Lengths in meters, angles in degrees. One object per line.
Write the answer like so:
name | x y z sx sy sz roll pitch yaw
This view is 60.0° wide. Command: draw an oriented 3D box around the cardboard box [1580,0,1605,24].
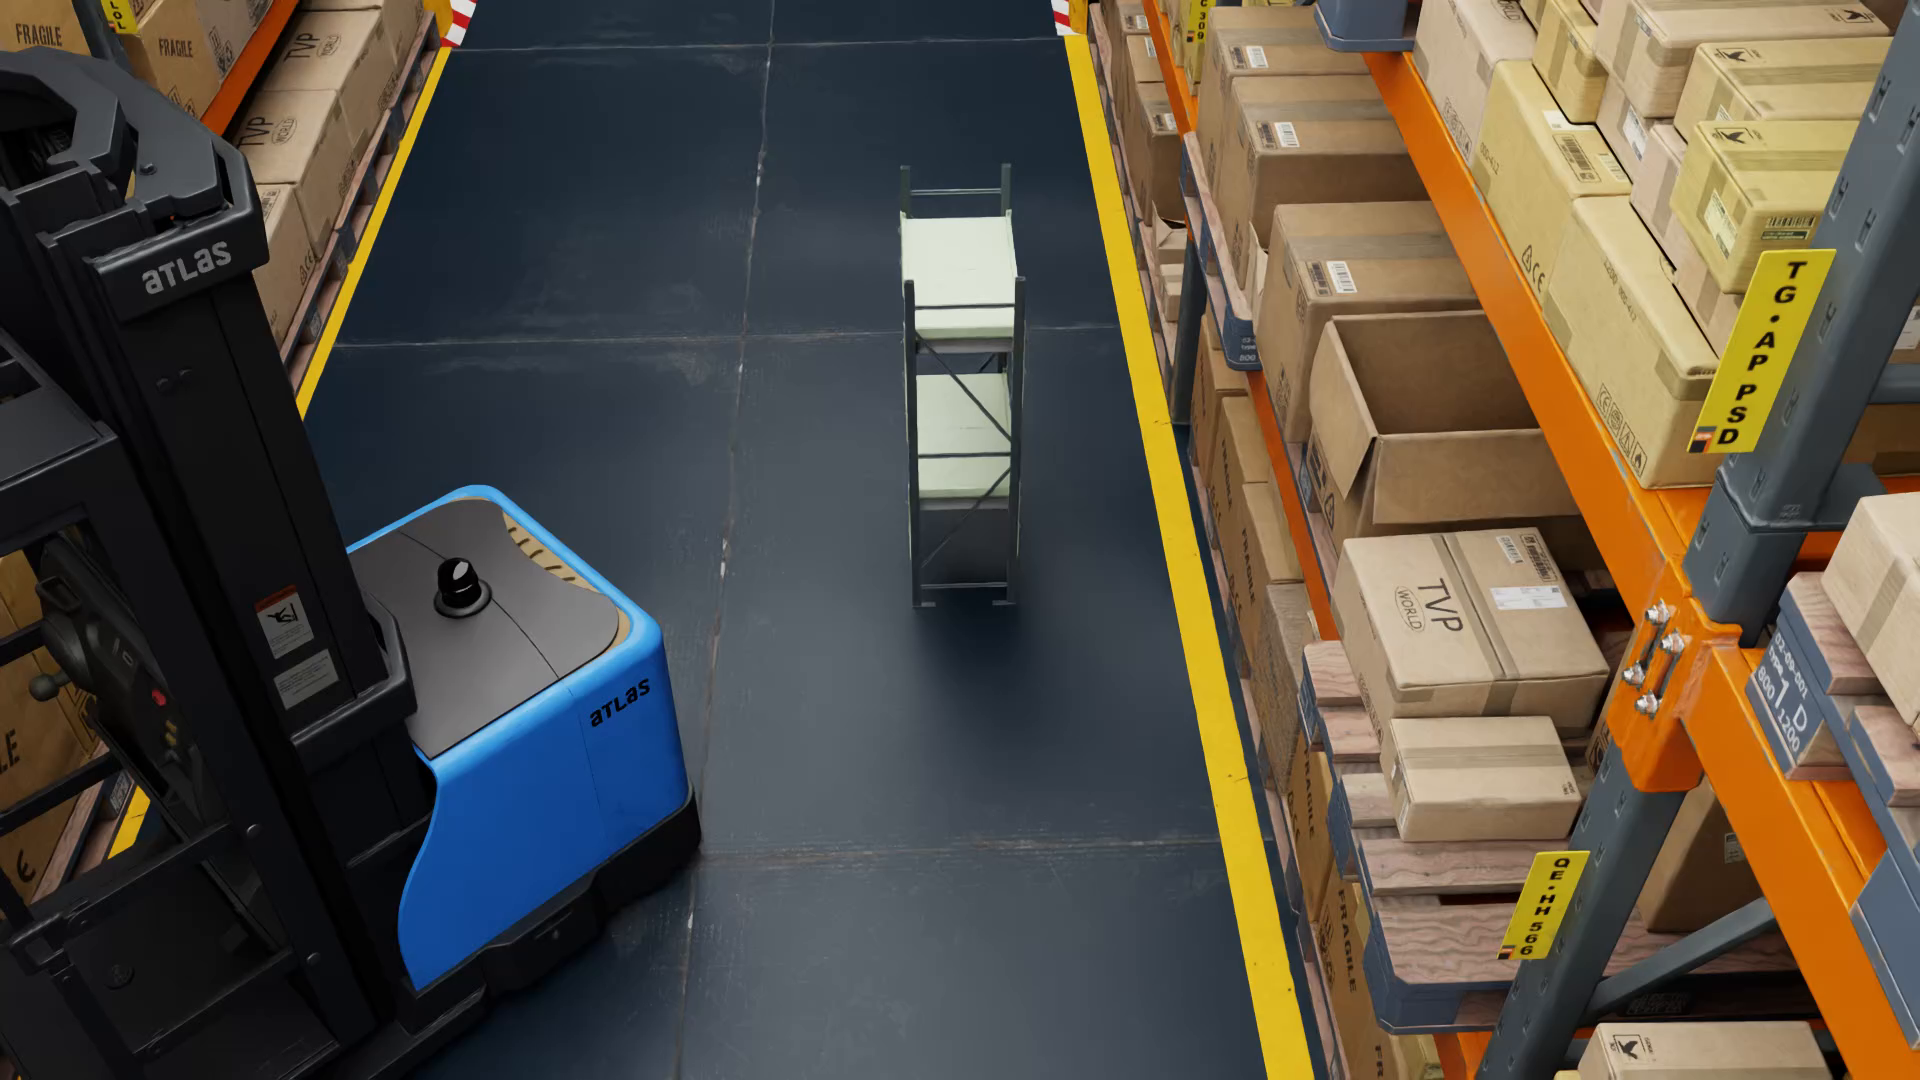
cardboard box | 1.351 -1.022 3.021 0.380 0.149 0.250 -2 43 -2

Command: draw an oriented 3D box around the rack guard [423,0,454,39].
rack guard | -3.703 -3.311 9.992 1.175 0.500 0.348 -2 43 -2

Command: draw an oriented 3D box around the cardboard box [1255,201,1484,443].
cardboard box | 1.280 -0.640 4.843 0.700 0.500 0.500 -2 43 -2

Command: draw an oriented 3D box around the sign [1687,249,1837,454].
sign | 1.055 -0.242 2.192 0.100 0.325 0.005 -2 43 -2

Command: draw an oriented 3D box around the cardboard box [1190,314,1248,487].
cardboard box | 1.223 -0.561 6.681 0.500 0.500 0.500 0 43 0

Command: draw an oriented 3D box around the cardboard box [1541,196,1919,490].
cardboard box | 1.333 -0.350 2.803 0.500 0.250 0.500 -3 43 -3

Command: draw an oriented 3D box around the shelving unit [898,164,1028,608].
shelving unit | 0.000 -0.548 6.238 0.431 1.500 0.755 -2 43 -2

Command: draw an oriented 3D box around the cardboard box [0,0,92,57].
cardboard box | -3.262 -1.627 5.491 0.500 0.500 0.500 0 43 0

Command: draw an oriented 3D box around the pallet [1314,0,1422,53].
pallet | 1.432 -1.555 4.145 1.213 0.211 1.003 -2 43 -2

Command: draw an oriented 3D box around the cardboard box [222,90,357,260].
cardboard box | -3.490 -1.757 8.032 0.875 0.438 0.875 -3 43 -3

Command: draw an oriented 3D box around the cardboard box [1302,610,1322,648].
cardboard box | 1.295 0.345 5.212 0.380 0.149 0.250 -4 43 -4

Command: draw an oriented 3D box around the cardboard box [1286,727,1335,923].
cardboard box | 1.329 0.836 5.157 0.500 0.500 0.500 0 43 0

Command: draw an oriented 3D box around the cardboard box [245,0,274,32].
cardboard box | -3.322 -2.552 7.241 0.500 0.500 0.500 -1 43 -2

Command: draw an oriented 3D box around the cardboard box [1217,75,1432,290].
cardboard box | 1.246 -1.170 5.421 0.700 0.500 0.500 -1 43 -1

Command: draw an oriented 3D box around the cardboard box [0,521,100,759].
cardboard box | -3.379 0.139 5.640 0.875 0.875 0.875 -1 43 -1

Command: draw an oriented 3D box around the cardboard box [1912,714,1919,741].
cardboard box | 1.384 0.202 1.631 0.500 0.500 0.500 -1 43 -1

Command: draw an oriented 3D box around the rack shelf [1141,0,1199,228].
rack shelf | 1.342 -2.745 8.058 1.077 0.370 4.000 -2 43 -2

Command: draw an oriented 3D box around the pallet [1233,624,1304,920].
pallet | 1.554 0.741 5.785 1.003 0.211 1.213 -2 43 -2

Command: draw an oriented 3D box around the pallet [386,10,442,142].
pallet | -3.590 -2.650 9.485 1.003 0.211 1.213 -2 43 -2

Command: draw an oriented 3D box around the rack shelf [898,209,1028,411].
rack shelf | 0.000 -0.836 5.975 0.431 0.370 0.720 -2 43 -2

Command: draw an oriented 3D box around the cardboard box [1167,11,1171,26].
cardboard box | 1.109 -2.304 7.229 0.380 0.149 0.250 -1 43 -1

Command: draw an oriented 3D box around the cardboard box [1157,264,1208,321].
cardboard box | 1.110 -1.132 7.564 0.380 0.149 0.250 -3 43 -3

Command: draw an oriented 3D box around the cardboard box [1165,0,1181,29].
cardboard box | 1.126 -2.389 7.028 0.500 0.250 0.500 -2 43 -2

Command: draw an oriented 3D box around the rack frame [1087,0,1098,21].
rack frame | 1.257 -4.361 9.288 1.000 3.000 0.127 -2 43 -2

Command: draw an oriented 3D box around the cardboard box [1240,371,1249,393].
cardboard box | 1.266 -0.698 6.351 0.380 0.149 0.250 -3 43 -3

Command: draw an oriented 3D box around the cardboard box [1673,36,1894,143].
cardboard box | 1.381 -0.671 2.638 0.380 0.149 0.250 -3 43 -3

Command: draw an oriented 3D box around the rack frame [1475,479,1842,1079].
rack frame | 1.597 1.040 3.396 1.000 3.000 0.127 -2 43 -2

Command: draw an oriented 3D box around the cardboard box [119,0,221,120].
cardboard box | -3.290 -1.877 6.503 0.500 0.500 0.500 0 43 0

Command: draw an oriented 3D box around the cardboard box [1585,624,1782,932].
cardboard box | 1.731 0.496 3.604 0.500 0.500 0.500 0 43 0

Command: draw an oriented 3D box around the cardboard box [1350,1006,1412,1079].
cardboard box | 1.364 1.527 4.403 0.500 0.500 0.500 -1 43 -1

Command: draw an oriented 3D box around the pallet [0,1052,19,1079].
pallet | -3.320 1.678 4.763 1.003 0.211 1.213 -2 43 -2

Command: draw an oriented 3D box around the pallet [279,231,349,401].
pallet | -3.486 -1.003 7.688 1.003 0.211 1.213 -2 43 -2

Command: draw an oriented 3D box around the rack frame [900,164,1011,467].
rack frame | -0.015 -0.795 6.508 0.400 1.500 0.023 -2 43 -2

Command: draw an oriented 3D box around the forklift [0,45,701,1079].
forklift | -2.266 0.438 4.103 3.031 2.935 1.130 -34 52 -31

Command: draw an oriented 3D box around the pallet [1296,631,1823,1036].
pallet | 1.498 0.655 3.957 1.213 0.211 1.003 -2 43 -2

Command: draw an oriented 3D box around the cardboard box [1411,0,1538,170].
cardboard box | 1.289 -1.027 3.542 0.500 0.250 0.500 -2 43 -2

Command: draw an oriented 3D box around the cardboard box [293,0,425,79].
cardboard box | -3.574 -2.983 9.370 0.875 0.438 0.875 -3 43 -3

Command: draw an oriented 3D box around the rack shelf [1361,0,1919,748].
rack shelf | 1.512 -1.151 4.098 1.077 0.370 4.000 -2 43 -2

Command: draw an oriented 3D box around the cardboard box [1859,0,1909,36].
cardboard box | 1.805 -1.042 3.043 0.380 0.149 0.250 0 43 0

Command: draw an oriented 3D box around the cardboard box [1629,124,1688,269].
cardboard box | 1.350 -0.565 2.743 0.380 0.149 0.250 -3 43 -3

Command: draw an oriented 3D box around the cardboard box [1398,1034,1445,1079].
cardboard box | 1.323 1.241 4.235 0.380 0.149 0.250 -4 43 -4

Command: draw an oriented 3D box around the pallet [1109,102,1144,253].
pallet | 1.344 -1.922 8.690 1.003 0.211 1.213 -2 43 -2

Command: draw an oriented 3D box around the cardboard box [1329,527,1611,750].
cardboard box | 1.229 0.237 4.071 0.500 0.250 0.500 -3 43 -4

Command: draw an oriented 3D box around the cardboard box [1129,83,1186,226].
cardboard box | 1.230 -1.900 8.142 0.700 0.500 0.500 -3 43 -3

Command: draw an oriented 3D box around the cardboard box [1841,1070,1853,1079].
cardboard box | 1.894 1.206 2.955 0.500 0.250 0.500 -1 43 -1

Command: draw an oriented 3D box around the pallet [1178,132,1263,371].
pallet | 1.352 -1.047 5.815 1.003 0.211 1.213 -2 43 -2

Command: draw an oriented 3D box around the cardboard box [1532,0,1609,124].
cardboard box | 1.310 -0.910 3.119 0.380 0.149 0.250 -2 43 -2

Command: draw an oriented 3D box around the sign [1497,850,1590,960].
sign | 1.055 0.664 3.007 0.100 0.325 0.005 -2 43 -2

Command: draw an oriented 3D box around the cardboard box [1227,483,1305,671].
cardboard box | 1.272 0.135 5.921 0.500 0.500 0.500 -3 43 -3

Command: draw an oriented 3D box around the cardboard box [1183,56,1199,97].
cardboard box | 1.129 -1.951 6.845 0.380 0.149 0.250 -1 43 -1

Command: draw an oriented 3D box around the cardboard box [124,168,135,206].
cardboard box | -3.261 -1.165 5.912 0.500 0.250 0.500 -3 43 -3

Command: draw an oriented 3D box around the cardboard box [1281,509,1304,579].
cardboard box | 1.295 -0.003 5.593 0.380 0.149 0.250 0 43 0

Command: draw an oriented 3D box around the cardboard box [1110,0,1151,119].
cardboard box | 1.186 -2.600 8.906 0.700 0.500 0.500 0 43 0

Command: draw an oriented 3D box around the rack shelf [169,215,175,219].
rack shelf | -3.447 0.100 4.954 1.077 0.370 4.000 -2 43 -2
